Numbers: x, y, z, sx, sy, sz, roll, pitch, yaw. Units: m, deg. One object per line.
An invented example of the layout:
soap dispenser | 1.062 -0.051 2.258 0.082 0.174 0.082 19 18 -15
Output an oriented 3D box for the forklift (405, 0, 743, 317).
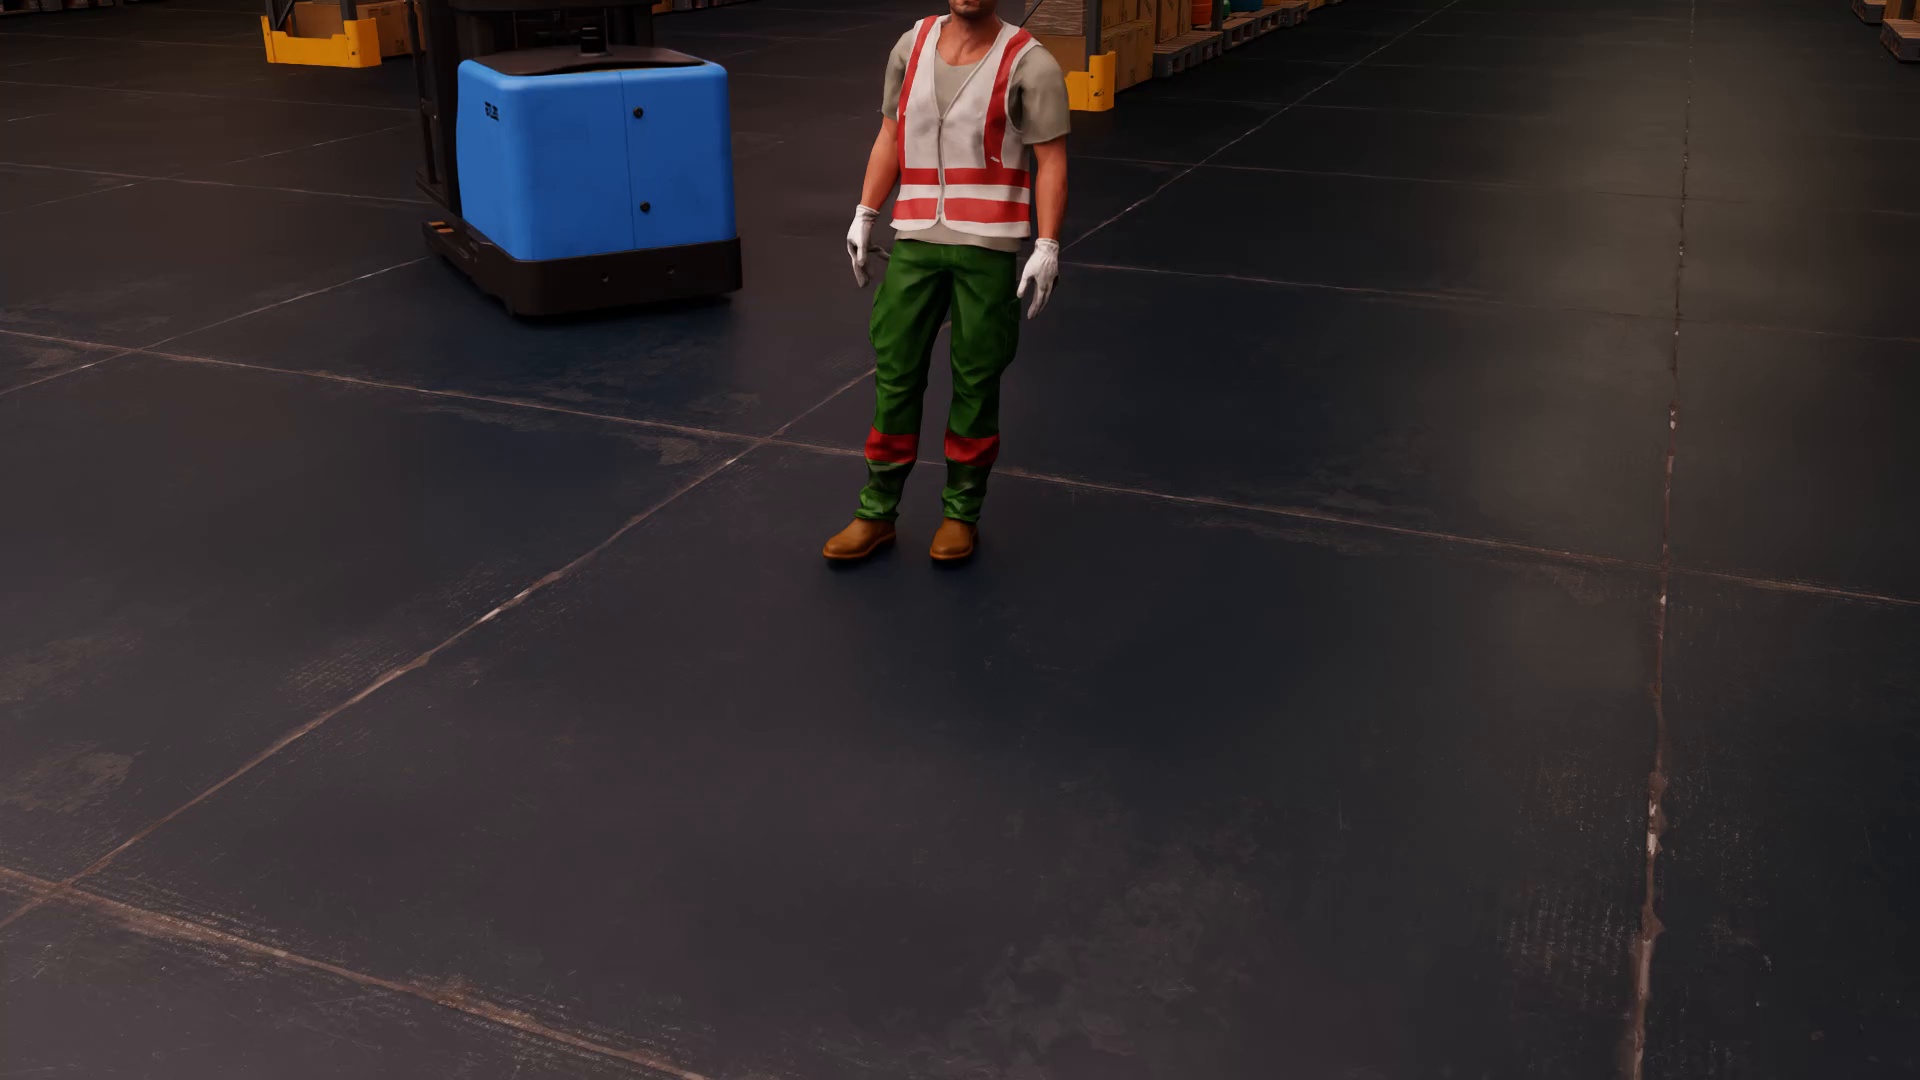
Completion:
forklift | -2.151 -2.856 8.126 1.130 2.935 3.031 -12 25 -26

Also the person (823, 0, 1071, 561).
person | -0.041 -0.804 4.680 0.638 1.789 0.562 9 24 21
